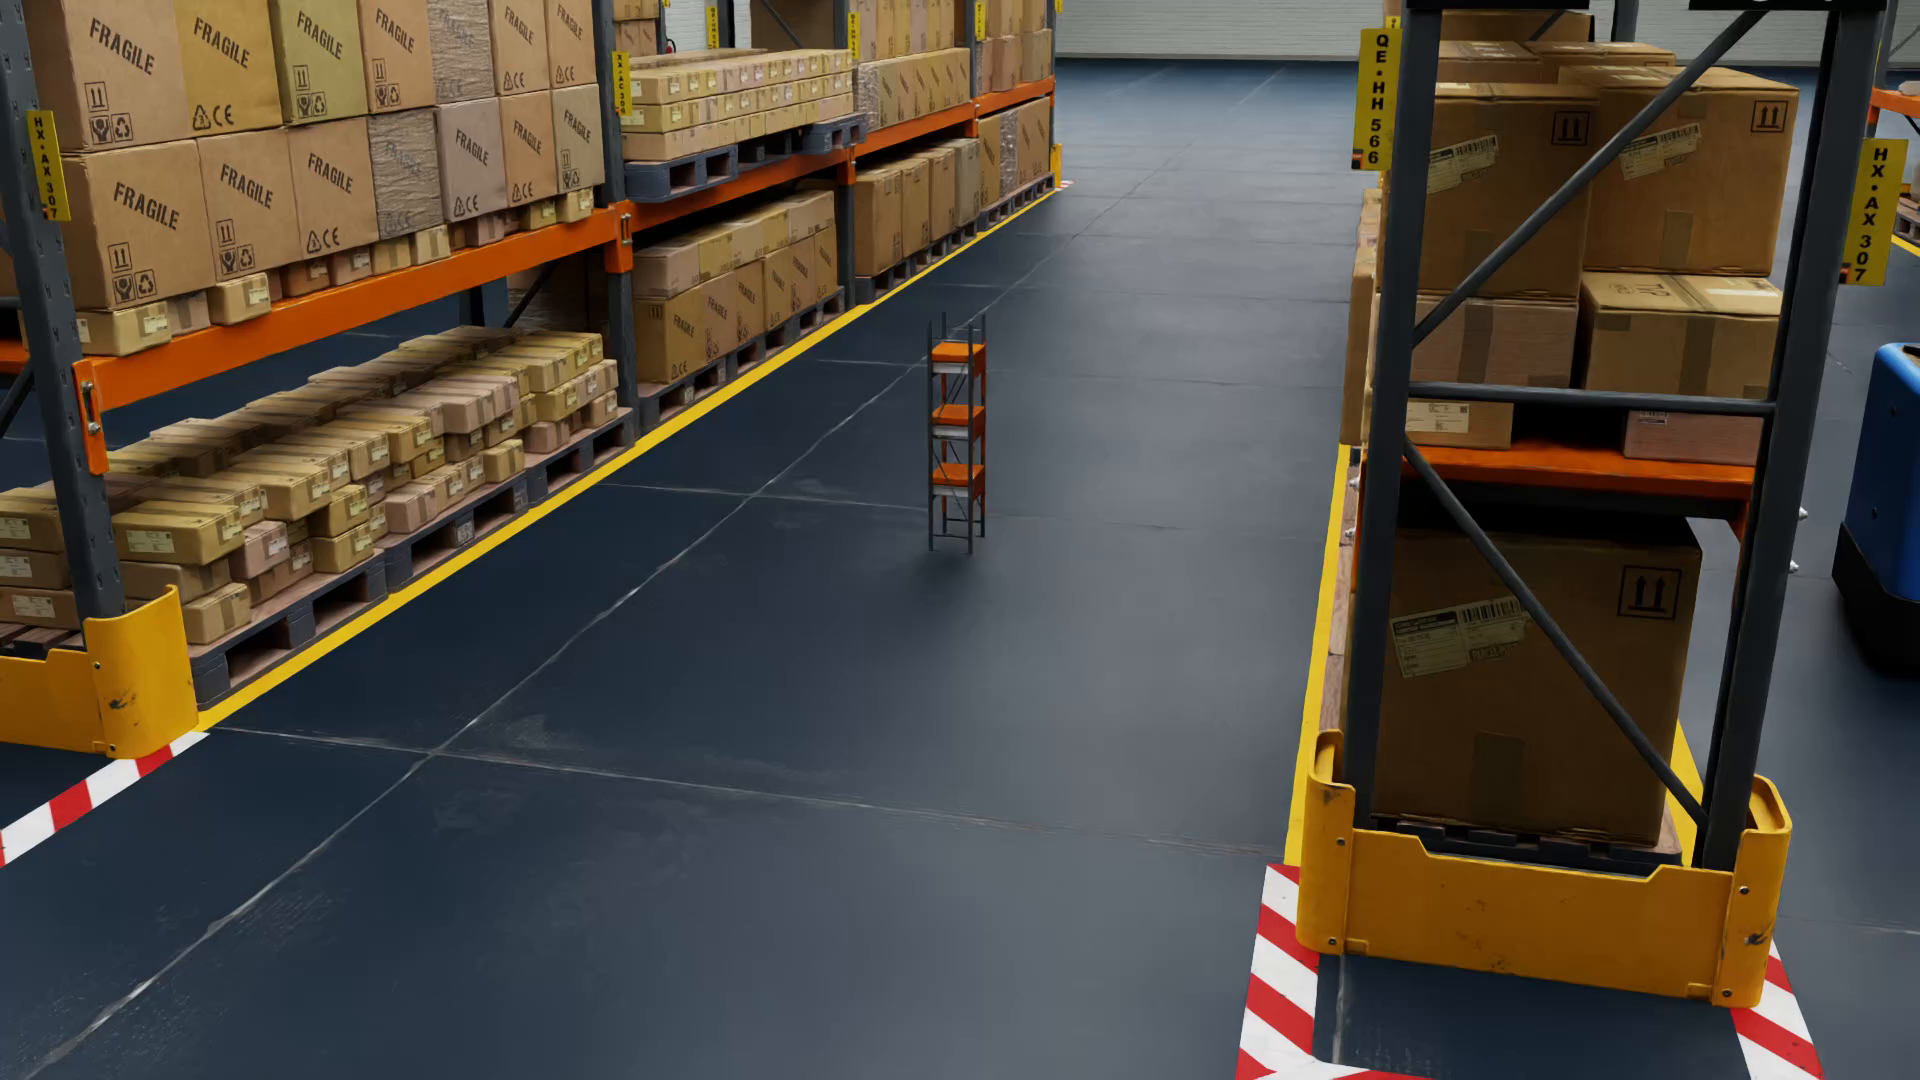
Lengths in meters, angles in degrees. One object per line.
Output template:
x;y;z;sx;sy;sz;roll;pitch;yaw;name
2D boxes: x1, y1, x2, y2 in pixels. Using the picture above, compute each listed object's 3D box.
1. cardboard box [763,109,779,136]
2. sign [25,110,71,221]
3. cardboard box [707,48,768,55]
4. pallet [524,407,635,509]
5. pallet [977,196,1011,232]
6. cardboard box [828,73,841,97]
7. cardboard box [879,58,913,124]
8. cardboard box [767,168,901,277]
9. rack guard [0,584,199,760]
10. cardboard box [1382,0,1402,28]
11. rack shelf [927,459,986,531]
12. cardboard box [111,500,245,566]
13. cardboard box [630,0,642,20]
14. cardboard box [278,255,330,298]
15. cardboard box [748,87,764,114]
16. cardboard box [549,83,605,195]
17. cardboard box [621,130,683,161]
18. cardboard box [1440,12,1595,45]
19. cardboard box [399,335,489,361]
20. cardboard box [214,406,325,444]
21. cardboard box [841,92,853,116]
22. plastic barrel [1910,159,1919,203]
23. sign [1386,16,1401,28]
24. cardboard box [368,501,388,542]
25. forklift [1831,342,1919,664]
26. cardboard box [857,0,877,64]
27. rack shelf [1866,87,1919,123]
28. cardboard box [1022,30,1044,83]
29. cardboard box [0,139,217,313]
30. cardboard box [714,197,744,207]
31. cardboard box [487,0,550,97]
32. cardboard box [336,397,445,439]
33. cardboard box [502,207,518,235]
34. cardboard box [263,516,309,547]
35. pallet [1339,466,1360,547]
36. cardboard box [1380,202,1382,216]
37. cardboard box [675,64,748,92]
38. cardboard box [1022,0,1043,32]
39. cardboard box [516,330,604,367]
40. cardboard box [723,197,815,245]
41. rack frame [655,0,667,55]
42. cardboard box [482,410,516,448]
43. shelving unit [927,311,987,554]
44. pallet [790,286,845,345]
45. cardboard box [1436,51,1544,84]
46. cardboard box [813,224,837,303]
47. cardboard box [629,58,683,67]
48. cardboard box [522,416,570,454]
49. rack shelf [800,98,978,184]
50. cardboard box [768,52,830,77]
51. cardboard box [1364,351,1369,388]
-1.374;-2.667;10.595;0.380;0.149;0.250;4;19;11;cardboard box
-2.745;-1.125;5.001;0.100;0.325;0.005;5;19;13;sign
-1.619;-3.496;12.101;0.380;0.149;0.250;5;19;13;cardboard box
-2.424;-0.479;8.763;1.003;0.211;1.213;5;19;13;pallet
-0.078;-3.432;17.409;1.003;0.211;1.213;5;19;13;pallet
-1.060;-3.212;11.728;0.380;0.149;0.250;5;20;15;cardboard box
-0.700;-3.750;13.871;0.500;0.500;0.500;5;19;13;cardboard box
-1.081;-2.584;13.442;1.050;0.750;0.750;4;19;13;cardboard box
-3.253;0.401;5.740;1.175;0.500;0.348;5;19;13;rack guard
4.115;-4.341;14.177;1.000;1.000;1.000;5;19;14;cardboard box
-0.013;-0.207;7.562;0.215;0.259;0.240;5;19;13;rack shelf
-2.814;-0.027;5.966;0.380;0.149;0.250;4;19;11;cardboard box
-4.231;-6.458;19.793;0.700;0.500;0.500;5;19;14;cardboard box
-2.714;-1.053;6.519;0.380;0.149;0.250;4;19;13;cardboard box
-1.436;-2.731;10.322;0.380;0.149;0.250;4;19;12;cardboard box
-2.139;-2.026;8.364;0.500;0.500;0.500;5;19;13;cardboard box
-1.752;-2.179;9.165;0.380;0.149;0.250;4;19;11;cardboard box
2.639;-2.311;8.107;0.797;0.503;0.637;4;19;12;cardboard box
-2.704;-0.970;8.727;0.380;0.149;0.250;6;20;16;cardboard box
-3.023;-0.479;7.291;0.380;0.149;0.250;4;19;12;cardboard box
-0.992;-3.155;12.022;0.380;0.149;0.250;5;19;14;cardboard box
10.139;-3.768;17.277;0.421;0.512;0.421;0;19;0;plastic barrel
2.939;-3.393;11.311;0.100;0.325;0.005;5;19;13;sign
-2.656;-0.073;7.020;0.380;0.149;0.250;5;19;14;cardboard box
5.003;-0.892;5.765;3.031;2.935;1.130;6;20;16;forklift
-1.075;-4.085;13.304;0.700;0.500;0.500;4;19;13;cardboard box
9.737;-3.991;15.845;1.077;0.370;4.000;5;19;13;rack shelf
0.478;-5.550;19.064;0.875;0.550;0.550;5;19;13;cardboard box
-2.894;-1.065;5.551;0.500;0.500;0.500;6;20;16;cardboard box
-1.844;-2.280;11.781;0.500;0.250;0.500;4;19;13;cardboard box
-2.268;-2.342;7.742;0.500;0.500;0.500;4;19;12;cardboard box
-2.543;-0.527;7.431;0.380;0.149;0.250;5;19;14;cardboard box
-2.347;-1.541;7.948;0.380;0.149;0.250;4;19;12;cardboard box
-2.799;-0.058;6.516;0.380;0.149;0.250;5;19;14;cardboard box
2.229;-0.037;7.469;1.003;0.211;1.213;5;19;13;pallet
1.746;-1.060;5.921;0.500;0.250;0.500;5;19;13;cardboard box
-1.499;-2.787;10.024;0.380;0.149;0.250;4;19;13;cardboard box
0.464;-6.062;18.893;0.875;0.550;0.550;5;19;13;cardboard box
-2.129;-1.011;8.847;0.380;0.149;0.250;5;20;15;cardboard box
-1.343;-2.242;11.669;0.500;0.250;0.500;5;19;14;cardboard box
-4.187;-6.132;21.001;1.000;3.000;0.127;5;19;13;rack frame
-2.365;-0.555;7.973;0.380;0.149;0.250;5;20;15;cardboard box
-0.013;-0.480;7.469;0.215;1.050;0.252;5;19;13;shelving unit
-1.509;-1.701;12.342;1.003;0.211;1.213;5;19;13;pallet
1.875;-1.566;6.244;0.500;0.500;0.500;4;19;12;cardboard box
-1.224;-2.055;12.280;0.500;0.500;0.500;5;19;13;cardboard box
-2.002;-3.008;10.671;0.380;0.149;0.250;4;19;13;cardboard box
-2.206;-0.549;8.415;0.380;0.149;0.250;4;19;12;cardboard box
-0.828;-3.552;14.559;1.077;0.370;4.000;5;19;13;rack shelf
-1.120;-3.277;11.458;0.380;0.149;0.250;5;20;15;cardboard box
1.343;-0.435;4.710;0.380;0.149;0.250;5;19;14;cardboard box
